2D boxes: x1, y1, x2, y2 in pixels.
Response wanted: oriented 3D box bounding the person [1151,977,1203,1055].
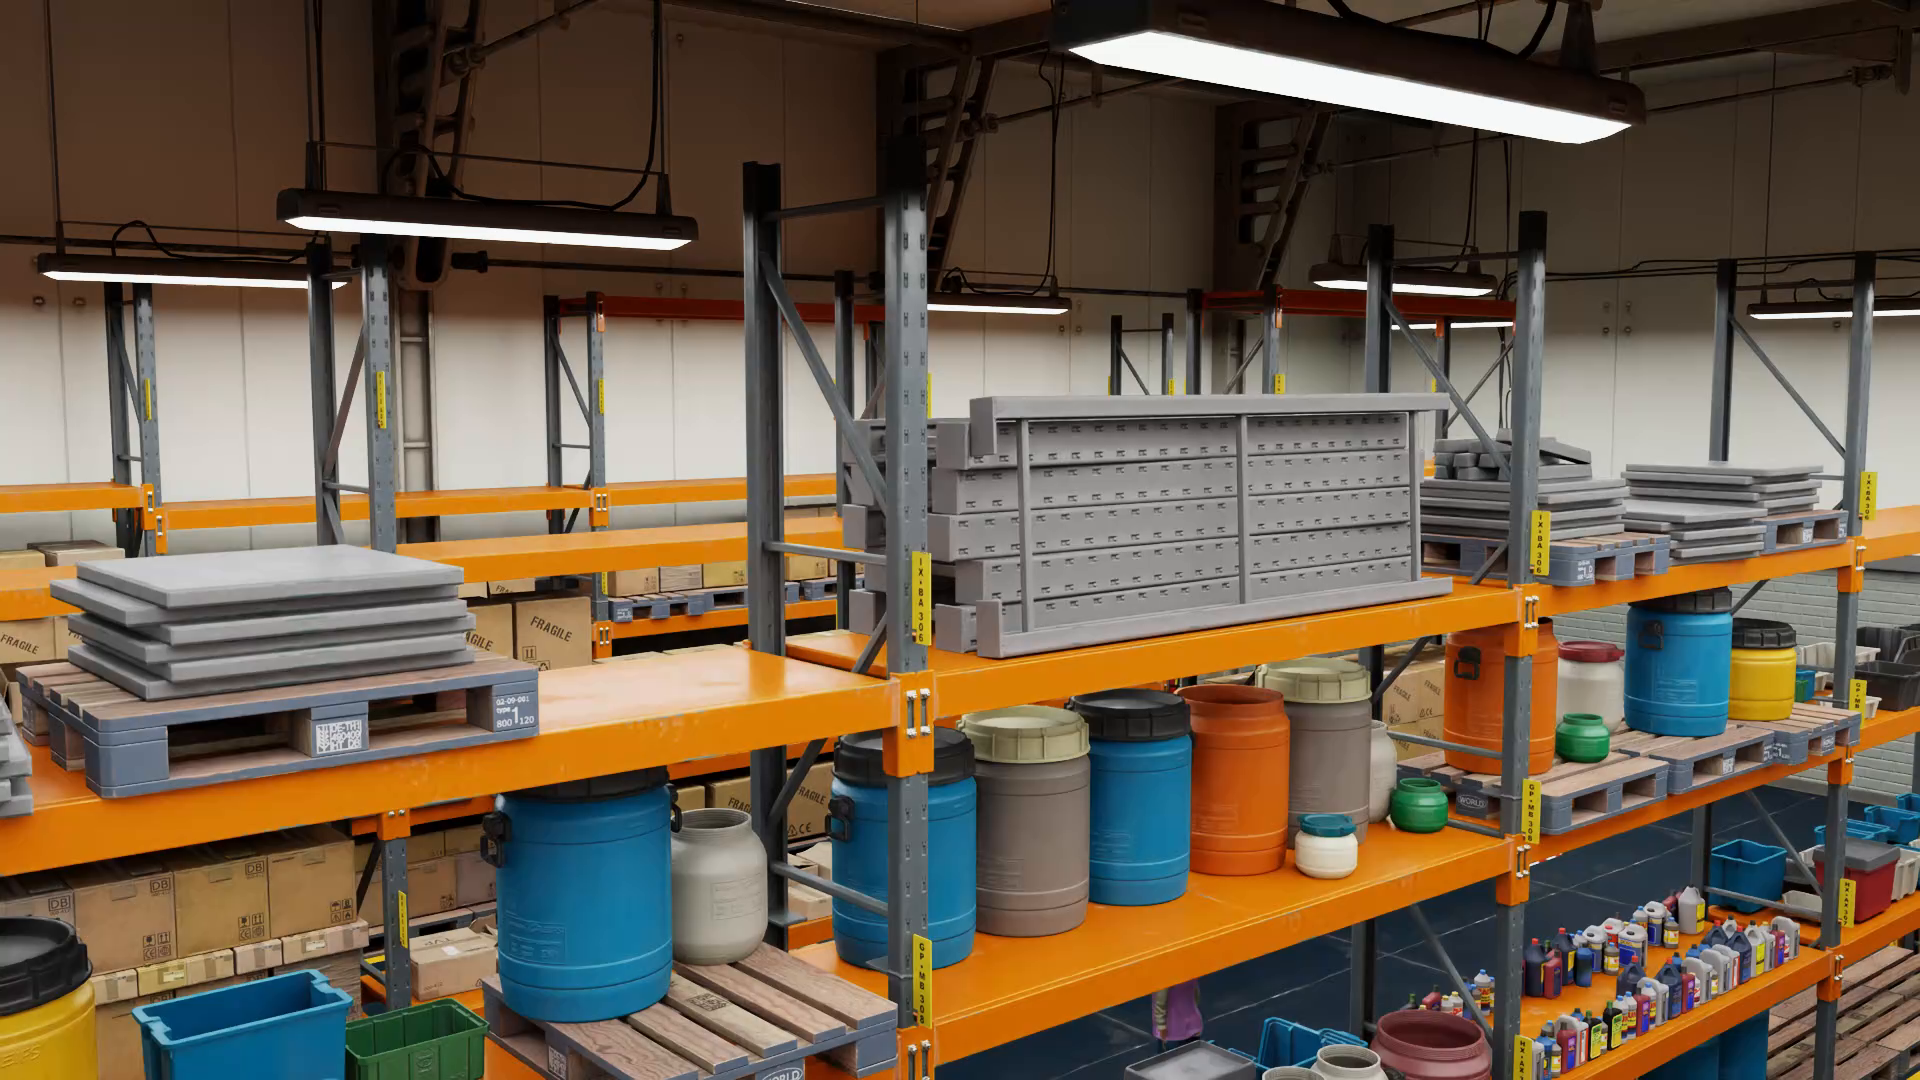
[{"bbox_3d":[1.438,3.295,11.077,0.360,1.604,0.471,5,8,43],"label":"person"}]
